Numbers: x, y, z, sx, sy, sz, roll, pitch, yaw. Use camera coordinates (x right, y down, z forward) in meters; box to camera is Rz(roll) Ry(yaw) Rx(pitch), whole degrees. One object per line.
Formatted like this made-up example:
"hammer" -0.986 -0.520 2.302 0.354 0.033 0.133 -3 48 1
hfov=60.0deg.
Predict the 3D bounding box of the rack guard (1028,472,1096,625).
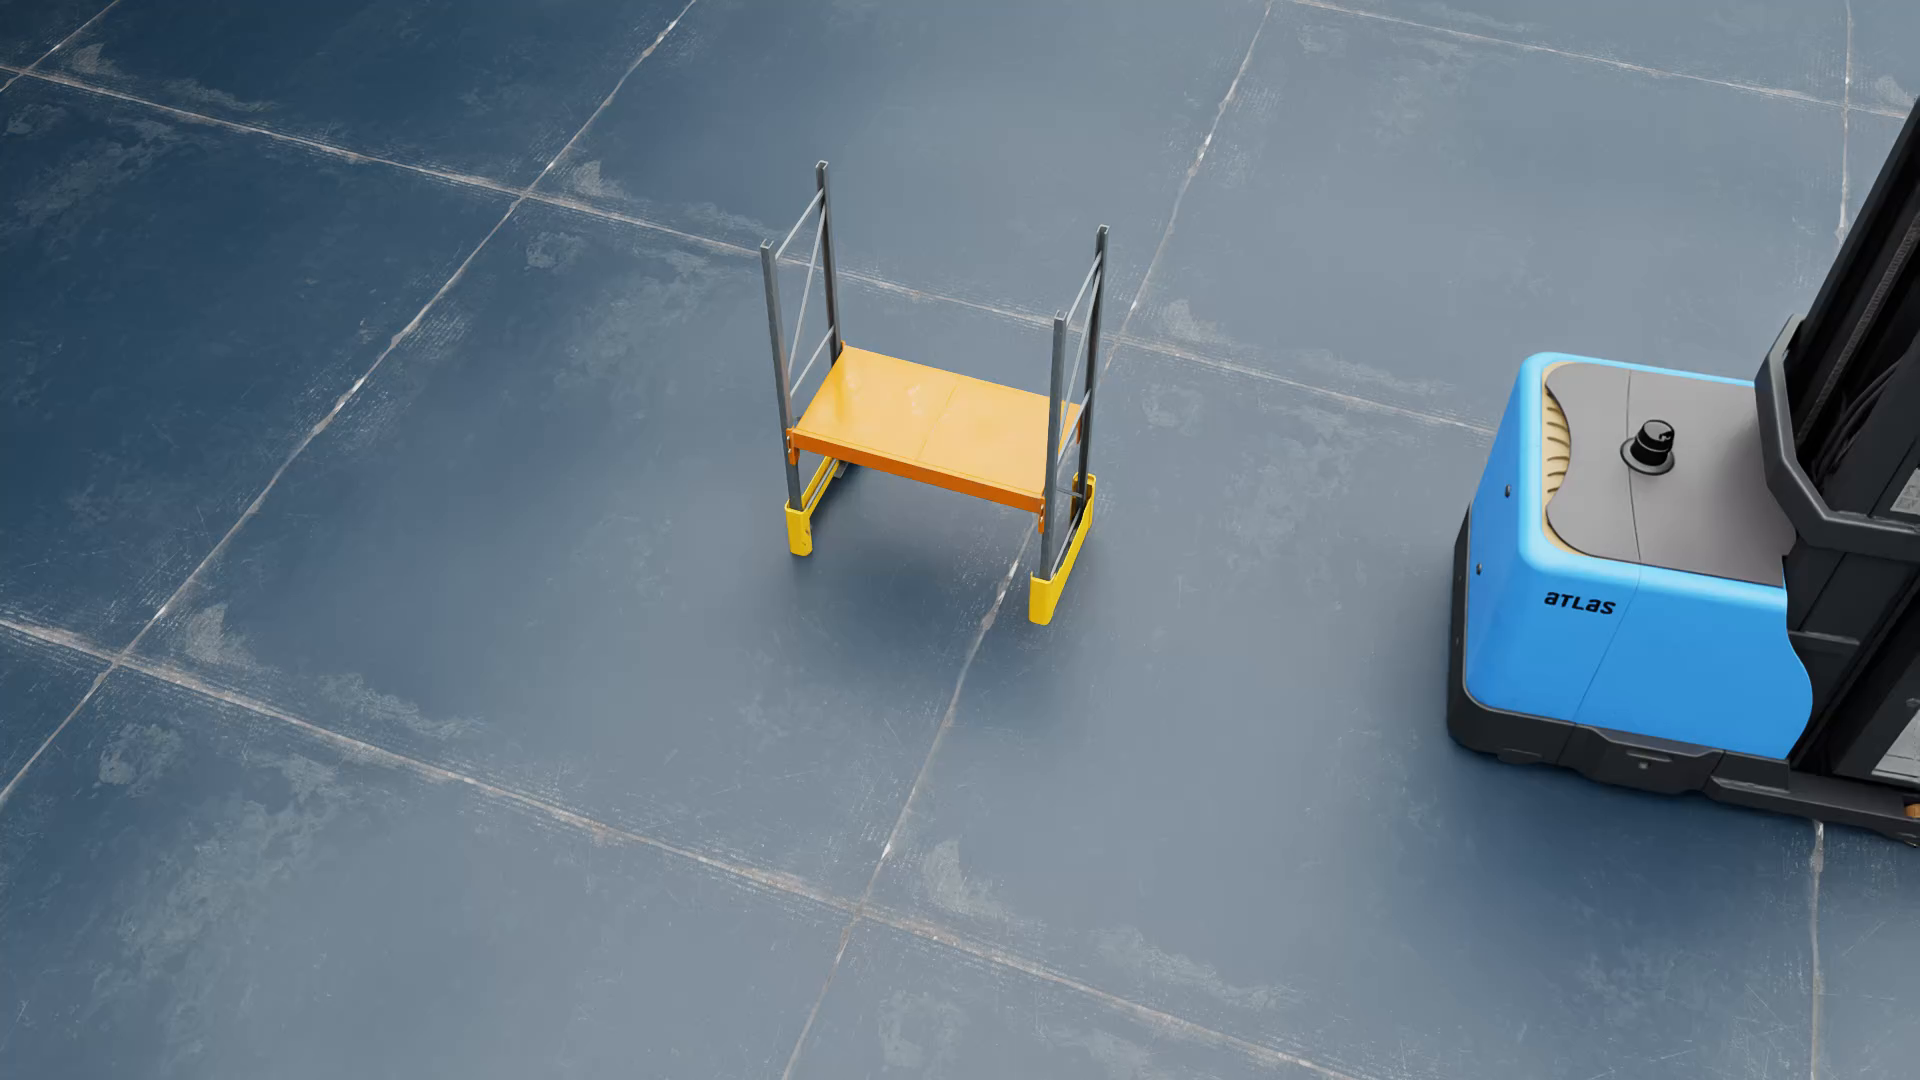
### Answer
"rack guard" 0.396 0.029 6.426 0.087 0.250 0.587 16 51 13

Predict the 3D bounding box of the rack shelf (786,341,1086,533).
"rack shelf" -0.080 -0.396 6.205 1.000 0.185 0.538 16 51 13

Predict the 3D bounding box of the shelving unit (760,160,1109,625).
"shelving unit" -0.072 -0.511 6.067 1.083 1.500 0.587 16 51 13

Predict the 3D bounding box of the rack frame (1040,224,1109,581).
"rack frame" 0.397 -0.380 5.954 0.032 1.500 0.500 16 51 13

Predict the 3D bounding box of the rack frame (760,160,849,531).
"rack frame" -0.557 -0.647 6.185 0.032 1.500 0.500 16 51 13

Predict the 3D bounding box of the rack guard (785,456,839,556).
"rack guard" -0.539 -0.232 6.652 0.087 0.250 0.587 16 51 13

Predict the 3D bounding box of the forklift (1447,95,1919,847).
"forklift" 3.316 -0.320 4.954 3.031 2.935 1.130 10 50 8
